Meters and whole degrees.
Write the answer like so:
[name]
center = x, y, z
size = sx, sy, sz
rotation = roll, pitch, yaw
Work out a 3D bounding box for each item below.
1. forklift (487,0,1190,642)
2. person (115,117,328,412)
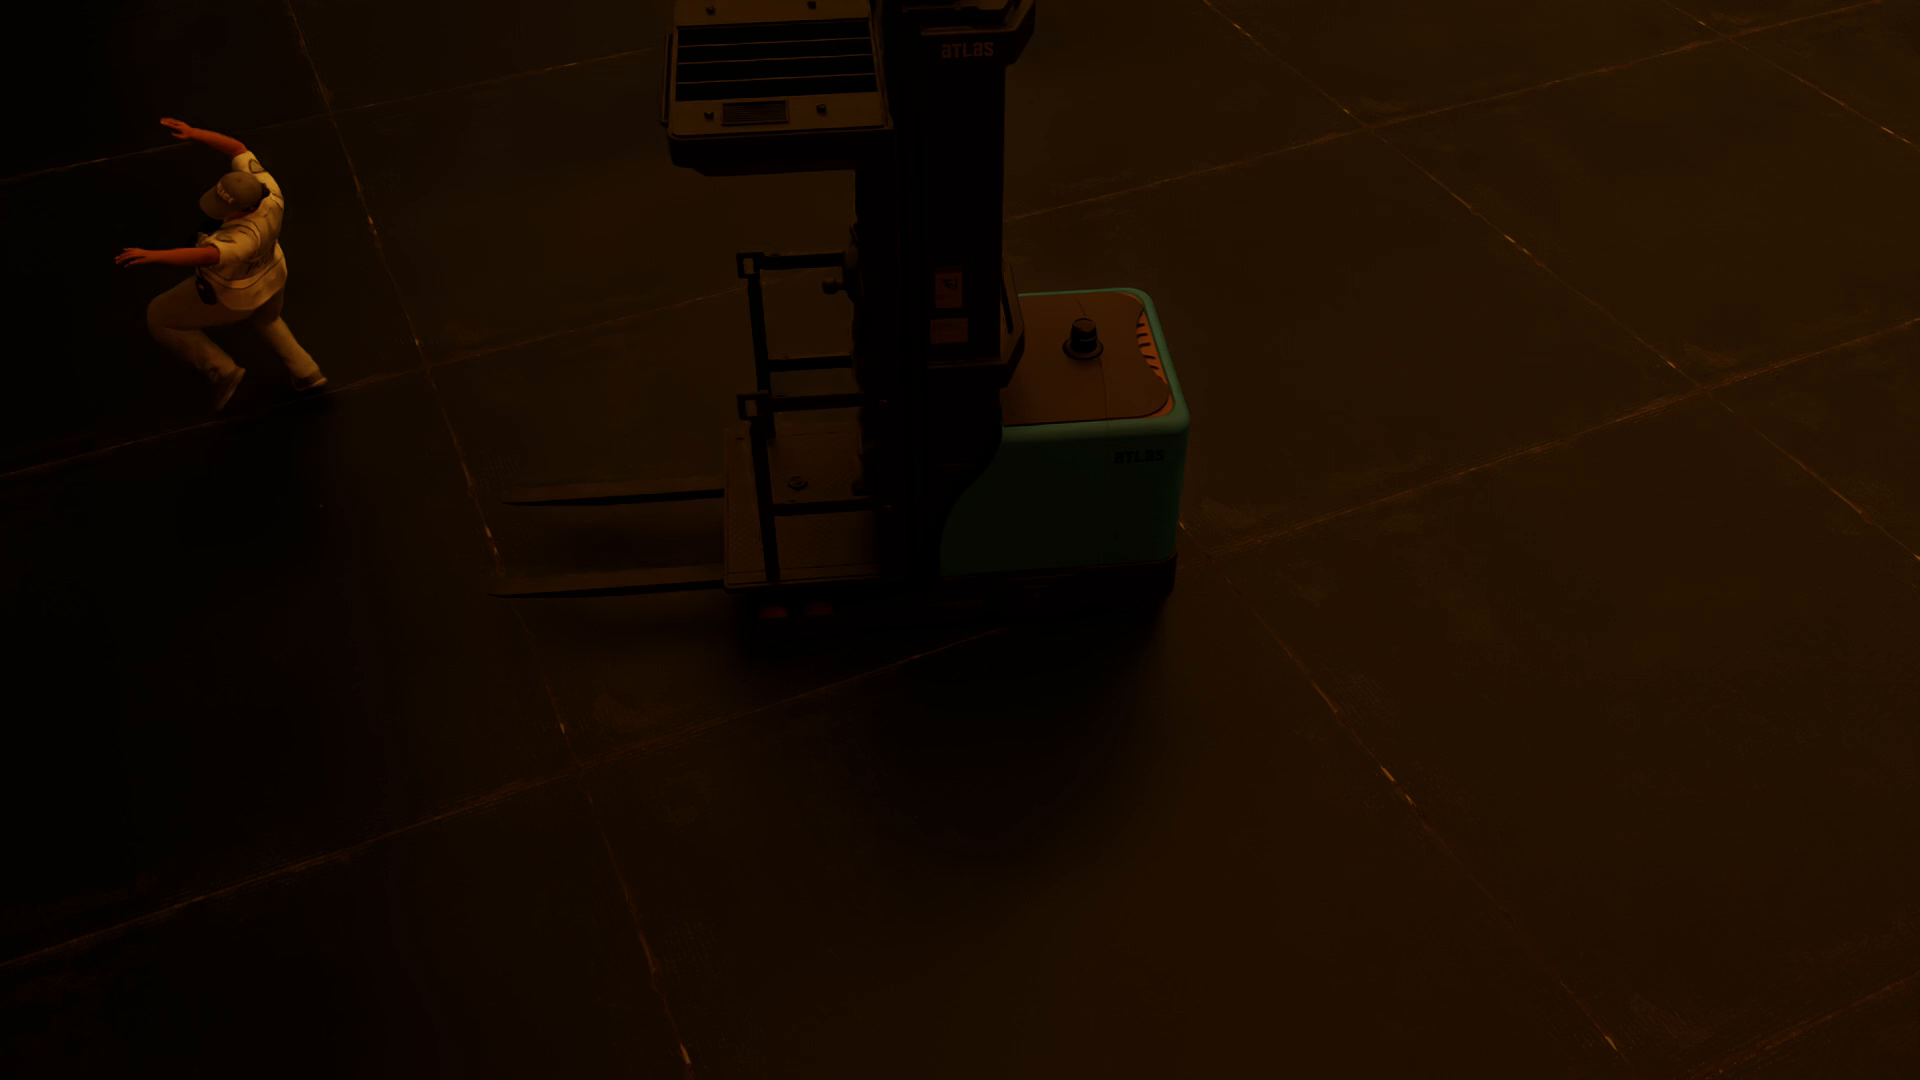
[forklift]
center = -0.588, -1.003, 6.755
size = 3.031, 2.935, 1.130
rotation = -4, 43, -4
[person]
center = -3.673, -1.205, 8.017
size = 0.782, 1.569, 1.026
rotation = 16, 45, 16
